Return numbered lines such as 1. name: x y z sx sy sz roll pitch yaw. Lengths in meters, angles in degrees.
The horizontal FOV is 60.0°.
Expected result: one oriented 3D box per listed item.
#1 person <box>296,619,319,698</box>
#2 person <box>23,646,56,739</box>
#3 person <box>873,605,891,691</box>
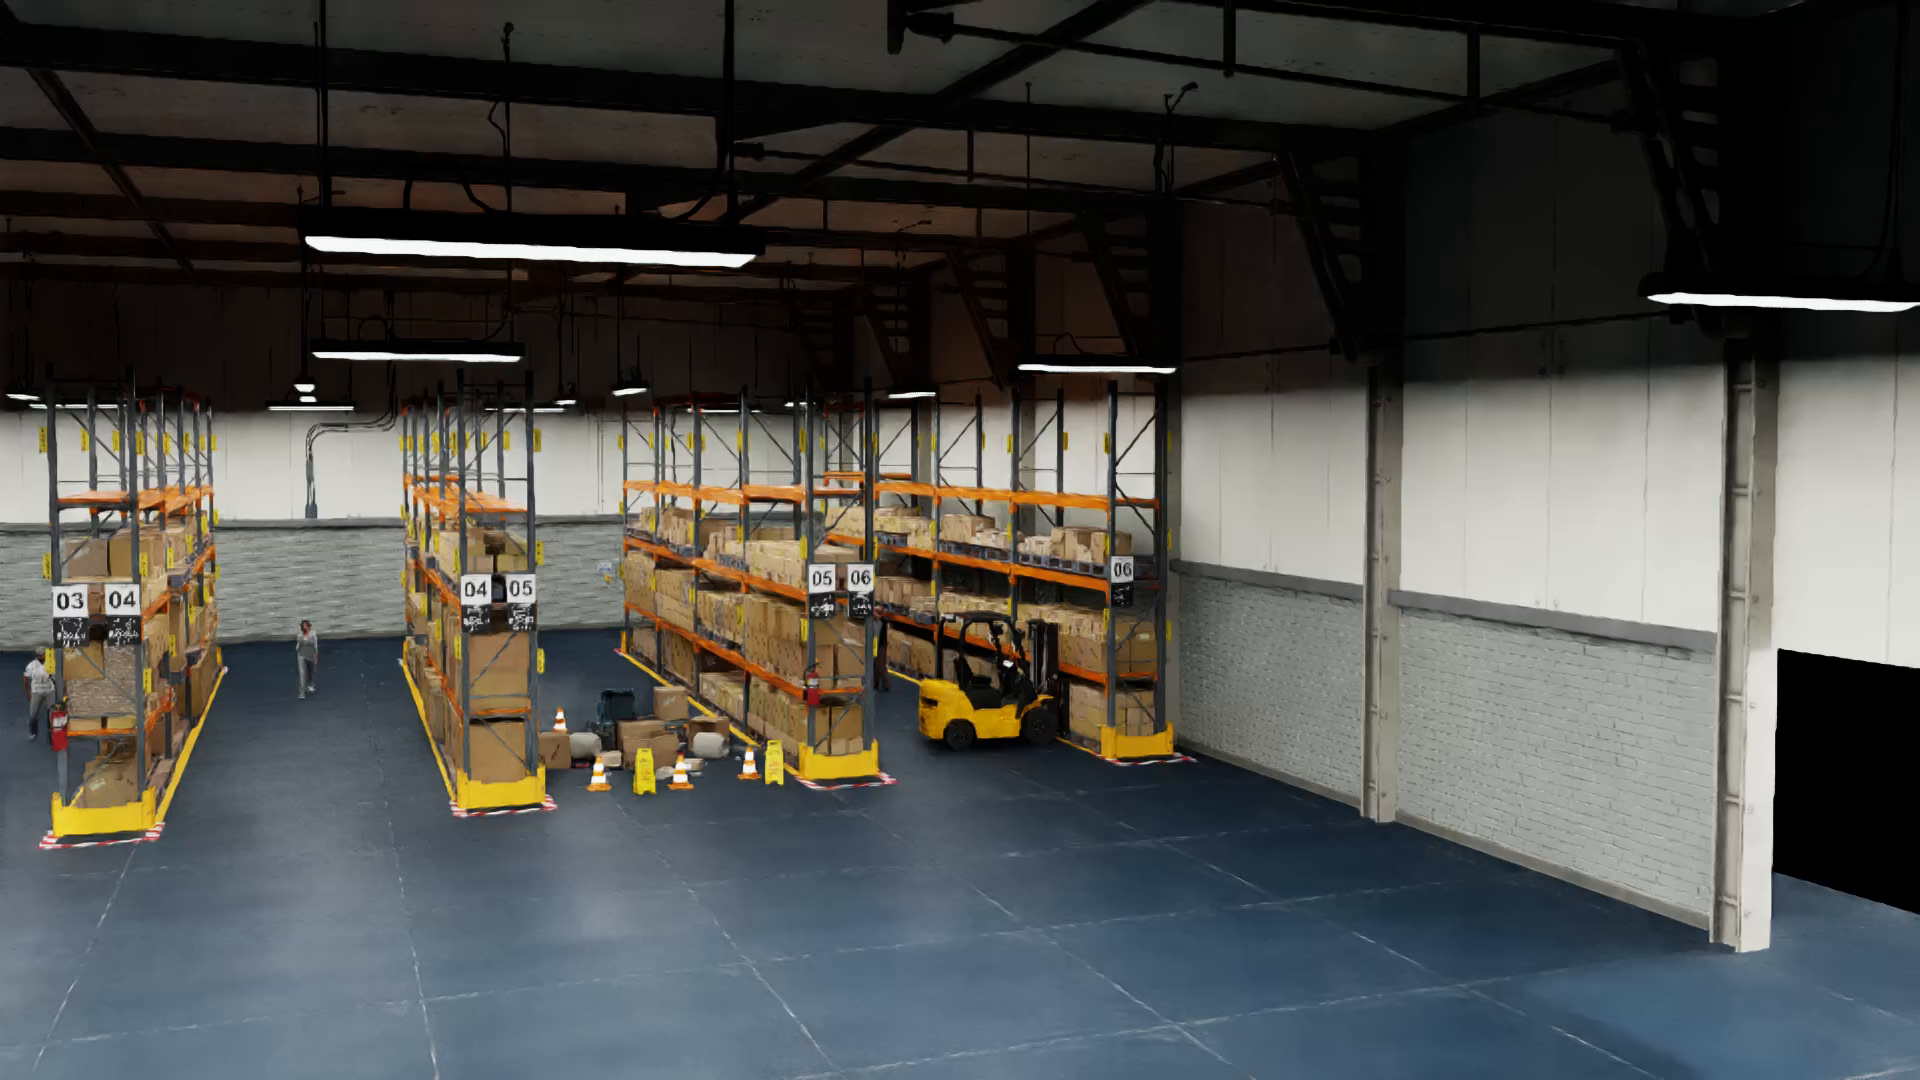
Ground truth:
1. person: -12.878 2.315 32.821 0.417 1.525 1.034 -1 4 -22
2. person: -15.412 2.561 27.962 0.592 1.629 0.532 -1 4 -23
3. person: -1.673 2.171 33.583 0.581 1.709 0.641 0 3 3
